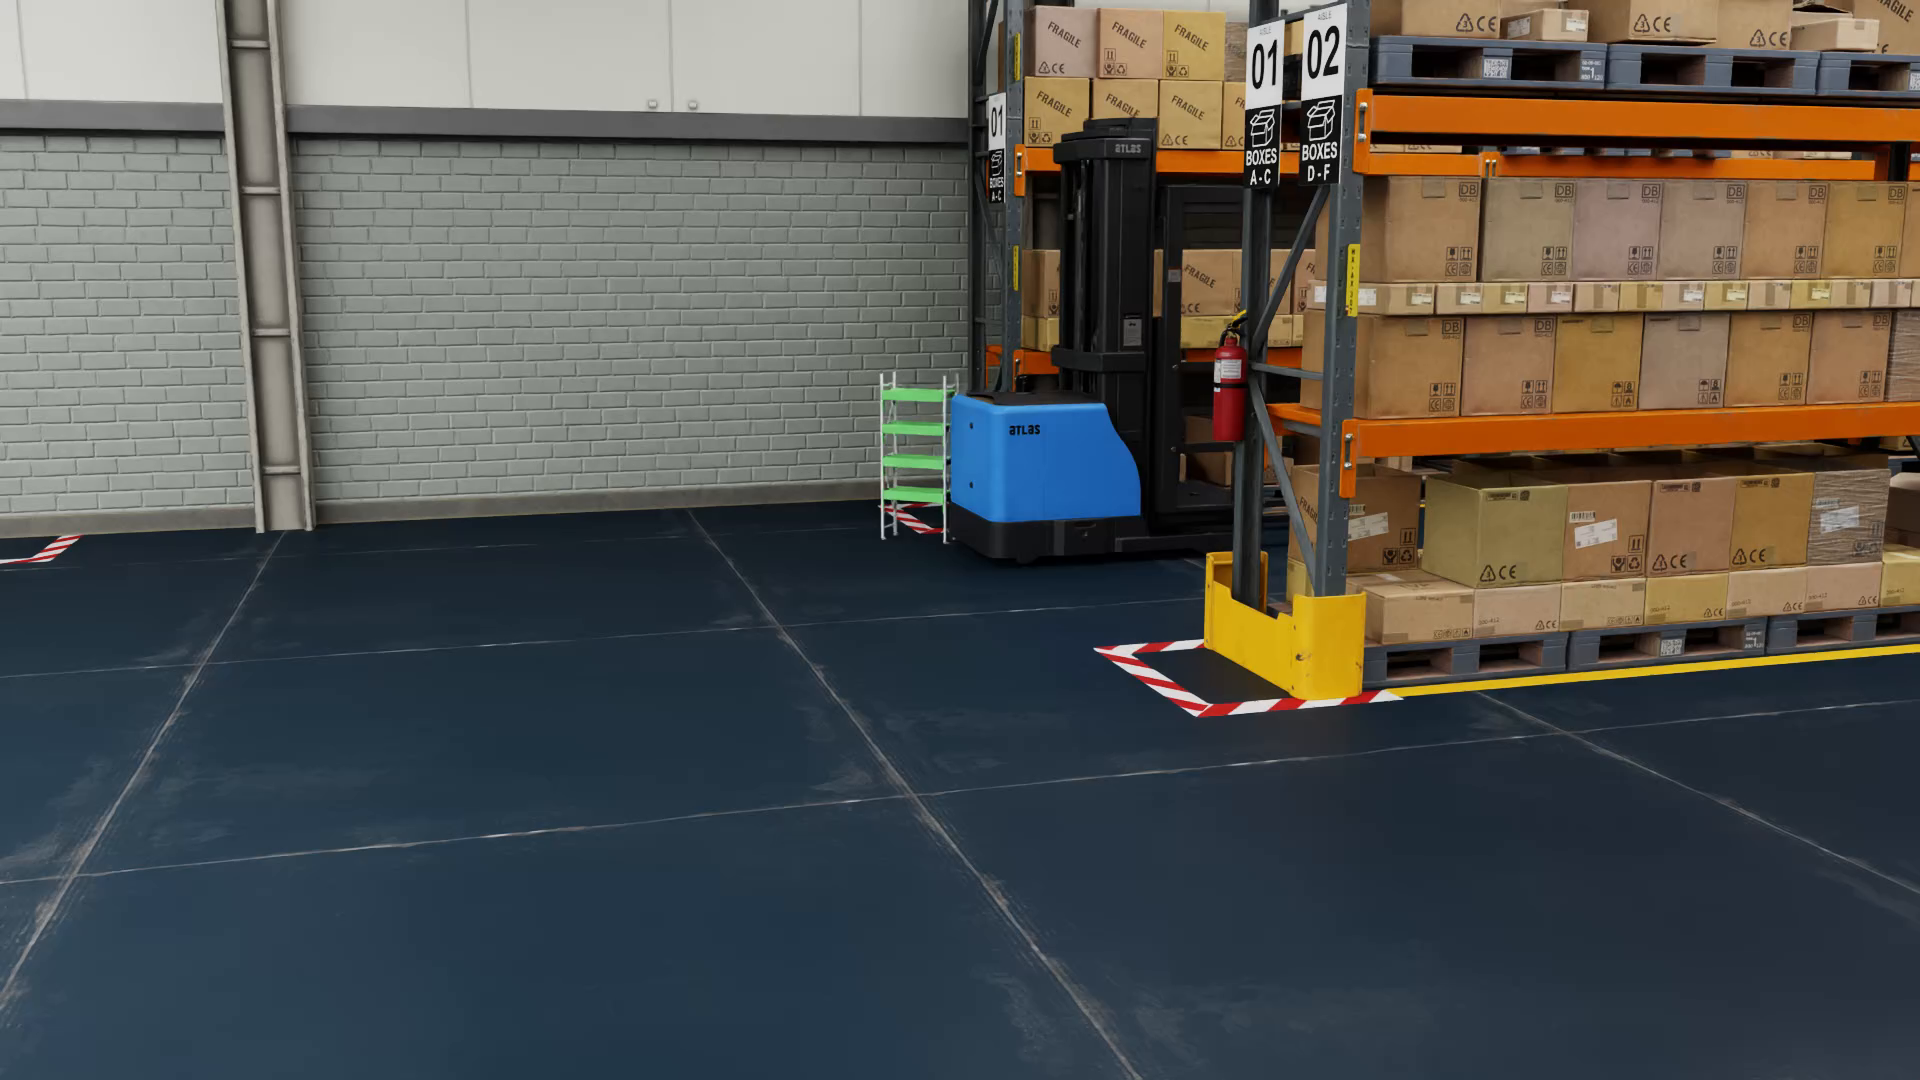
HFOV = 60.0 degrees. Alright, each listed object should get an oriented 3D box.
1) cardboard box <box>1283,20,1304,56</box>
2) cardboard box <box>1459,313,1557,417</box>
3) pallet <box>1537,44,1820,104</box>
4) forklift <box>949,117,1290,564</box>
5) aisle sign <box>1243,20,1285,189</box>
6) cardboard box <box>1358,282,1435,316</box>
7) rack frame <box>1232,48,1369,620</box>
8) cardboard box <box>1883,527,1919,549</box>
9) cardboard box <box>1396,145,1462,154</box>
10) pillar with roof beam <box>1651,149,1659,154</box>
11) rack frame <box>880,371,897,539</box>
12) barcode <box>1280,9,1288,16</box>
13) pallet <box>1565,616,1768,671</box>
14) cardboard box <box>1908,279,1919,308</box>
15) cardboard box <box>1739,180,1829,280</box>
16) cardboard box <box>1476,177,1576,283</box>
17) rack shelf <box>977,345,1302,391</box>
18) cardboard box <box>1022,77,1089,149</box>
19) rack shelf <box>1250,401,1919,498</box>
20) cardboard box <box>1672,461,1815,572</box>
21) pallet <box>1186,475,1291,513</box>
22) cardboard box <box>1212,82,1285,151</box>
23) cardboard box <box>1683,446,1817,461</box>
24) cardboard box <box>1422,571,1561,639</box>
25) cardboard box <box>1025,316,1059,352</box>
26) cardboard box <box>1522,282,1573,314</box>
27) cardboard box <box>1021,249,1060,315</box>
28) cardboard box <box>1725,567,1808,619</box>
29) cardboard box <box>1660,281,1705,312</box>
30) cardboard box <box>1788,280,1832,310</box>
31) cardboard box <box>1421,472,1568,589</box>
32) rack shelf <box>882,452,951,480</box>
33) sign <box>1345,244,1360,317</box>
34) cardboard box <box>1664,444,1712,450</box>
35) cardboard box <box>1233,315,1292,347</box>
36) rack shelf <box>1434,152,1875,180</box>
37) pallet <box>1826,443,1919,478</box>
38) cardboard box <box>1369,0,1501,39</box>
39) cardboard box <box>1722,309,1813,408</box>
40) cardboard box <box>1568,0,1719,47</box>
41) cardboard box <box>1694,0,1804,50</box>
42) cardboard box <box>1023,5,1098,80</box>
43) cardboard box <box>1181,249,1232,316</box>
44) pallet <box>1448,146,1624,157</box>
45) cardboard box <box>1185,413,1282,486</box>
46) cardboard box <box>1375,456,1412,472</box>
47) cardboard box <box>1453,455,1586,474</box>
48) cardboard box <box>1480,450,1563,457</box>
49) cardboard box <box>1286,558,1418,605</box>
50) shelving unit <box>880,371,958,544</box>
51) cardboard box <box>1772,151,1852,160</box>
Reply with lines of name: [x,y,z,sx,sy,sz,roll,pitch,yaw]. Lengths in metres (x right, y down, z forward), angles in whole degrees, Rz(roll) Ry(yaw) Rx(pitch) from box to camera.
cardboard box: [2.673,-3.780,12.915,0.500,0.500,0.500,-3,11,-18]
cardboard box: [2.603,-0.919,8.476,0.500,0.500,0.700,-3,11,-14]
pallet: [3.508,-2.346,8.465,1.213,0.211,1.003,-3,11,-16]
forklift: [1.498,-1.415,11.638,3.031,2.935,1.130,-3,11,-17]
aisle sign: [1.503,-2.147,8.244,0.004,0.787,0.394,-3,11,-16]
cardboard box: [2.085,-1.171,8.056,0.250,0.149,0.380,-3,11,-16]
rack frame: [1.648,-0.821,8.220,0.127,3.000,1.000,-3,11,-16]
cardboard box: [5.806,0.051,9.918,0.500,0.250,0.500,-3,11,-16]
cardboard box: [3.682,-3.350,13.341,0.500,0.500,0.500,-3,11,-14]
pillar with roof beam: [7.654,-4.373,10.947,0.400,9.000,9.100,-3,11,-16]
rack frame: [-0.518,-0.615,12.072,0.015,1.200,0.240,4,11,22]
barcode: [2.646,-4.298,13.576,0.075,0.075,0.001,-3,11,-16]
pallet: [3.540,0.444,9.054,1.213,0.211,1.003,-3,11,-16]
cardboard box: [5.049,-1.328,8.908,0.250,0.149,0.380,-3,11,-17]
cardboard box: [4.098,-1.636,8.788,0.500,0.500,0.700,-3,11,-16]
cardboard box: [2.654,-1.560,8.374,0.500,0.500,0.700,-3,11,-17]
rack shelf: [2.180,-1.429,13.511,4.000,0.370,1.077,-3,11,-16]
cardboard box: [0.651,-3.189,12.470,0.500,0.500,0.500,-3,11,-14]
rack shelf: [3.568,-0.568,8.835,4.000,0.370,1.077,-3,11,-16]
cardboard box: [4.142,-0.135,8.861,0.500,0.500,0.500,-3,11,-16]
pallet: [2.292,-0.410,13.691,1.213,0.211,1.003,-3,11,-16]
cardboard box: [2.182,-3.268,12.898,0.500,0.500,0.500,-2,11,-12]
cardboard box: [4.478,-0.250,9.486,0.500,0.500,0.500,-3,11,-16]
cardboard box: [2.704,0.311,8.509,0.500,0.250,0.500,-3,11,-16]
cardboard box: [0.817,-1.587,12.742,0.500,0.250,0.500,-3,11,-18]
cardboard box: [2.820,-1.210,8.266,0.250,0.149,0.380,-3,11,-17]
cardboard box: [0.653,-2.047,13.171,0.500,0.500,0.500,-3,11,-17]
cardboard box: [4.146,0.236,8.917,0.500,0.250,0.500,-3,11,-16]
cardboard box: [3.561,-1.249,8.478,0.250,0.149,0.380,-3,11,-15]
cardboard box: [4.310,-1.289,8.696,0.250,0.149,0.380,-3,11,-16]
cardboard box: [2.705,-0.058,8.439,0.500,0.500,0.500,-3,11,-16]
rack shelf: [-0.292,-0.535,11.994,0.480,0.148,0.258,4,11,22]
sign: [1.797,-1.189,7.608,0.005,0.325,0.100,-3,11,-16]
cardboard box: [6.268,-0.992,14.840,0.500,0.500,0.700,-3,11,-16]
cardboard box: [2.288,-1.666,13.170,0.500,0.250,0.500,-3,11,-15]
rack shelf: [6.021,-3.107,14.339,4.000,0.370,1.077,-3,11,-16]
pallet: [8.719,-0.742,15.493,1.213,0.211,1.003,-3,11,-16]
cardboard box: [2.201,-2.650,8.042,0.637,0.503,0.797,-2,11,-12]
cardboard box: [4.077,-0.996,8.897,0.500,0.500,0.700,-3,11,-15]
cardboard box: [3.319,-2.657,8.087,0.500,0.500,0.500,-3,11,-16]
cardboard box: [3.872,-2.763,8.654,0.637,0.503,0.797,-2,11,-10]
cardboard box: [0.698,-3.685,12.400,0.500,0.500,0.500,-4,11,-20]
cardboard box: [1.777,-2.007,12.950,0.500,0.500,0.500,-3,11,-18]
pallet: [4.723,-3.280,13.810,1.003,0.211,1.213,-3,11,-16]
cardboard box: [2.215,-0.745,13.499,0.500,0.500,0.700,-4,11,-20]
cardboard box: [3.595,-0.675,14.037,0.250,0.166,0.380,-5,11,-23]
cardboard box: [3.036,-0.176,9.080,0.500,0.500,0.500,-3,11,-16]
cardboard box: [4.802,-0.911,14.400,0.500,0.500,0.700,-3,11,-14]
cardboard box: [2.080,0.247,8.857,0.500,0.250,0.500,-3,11,-16]
shelving unit: [-0.292,-0.598,11.982,0.503,1.200,0.258,4,11,22]
cardboard box: [7.325,-3.444,14.377,0.500,0.311,0.500,-3,11,-16]
